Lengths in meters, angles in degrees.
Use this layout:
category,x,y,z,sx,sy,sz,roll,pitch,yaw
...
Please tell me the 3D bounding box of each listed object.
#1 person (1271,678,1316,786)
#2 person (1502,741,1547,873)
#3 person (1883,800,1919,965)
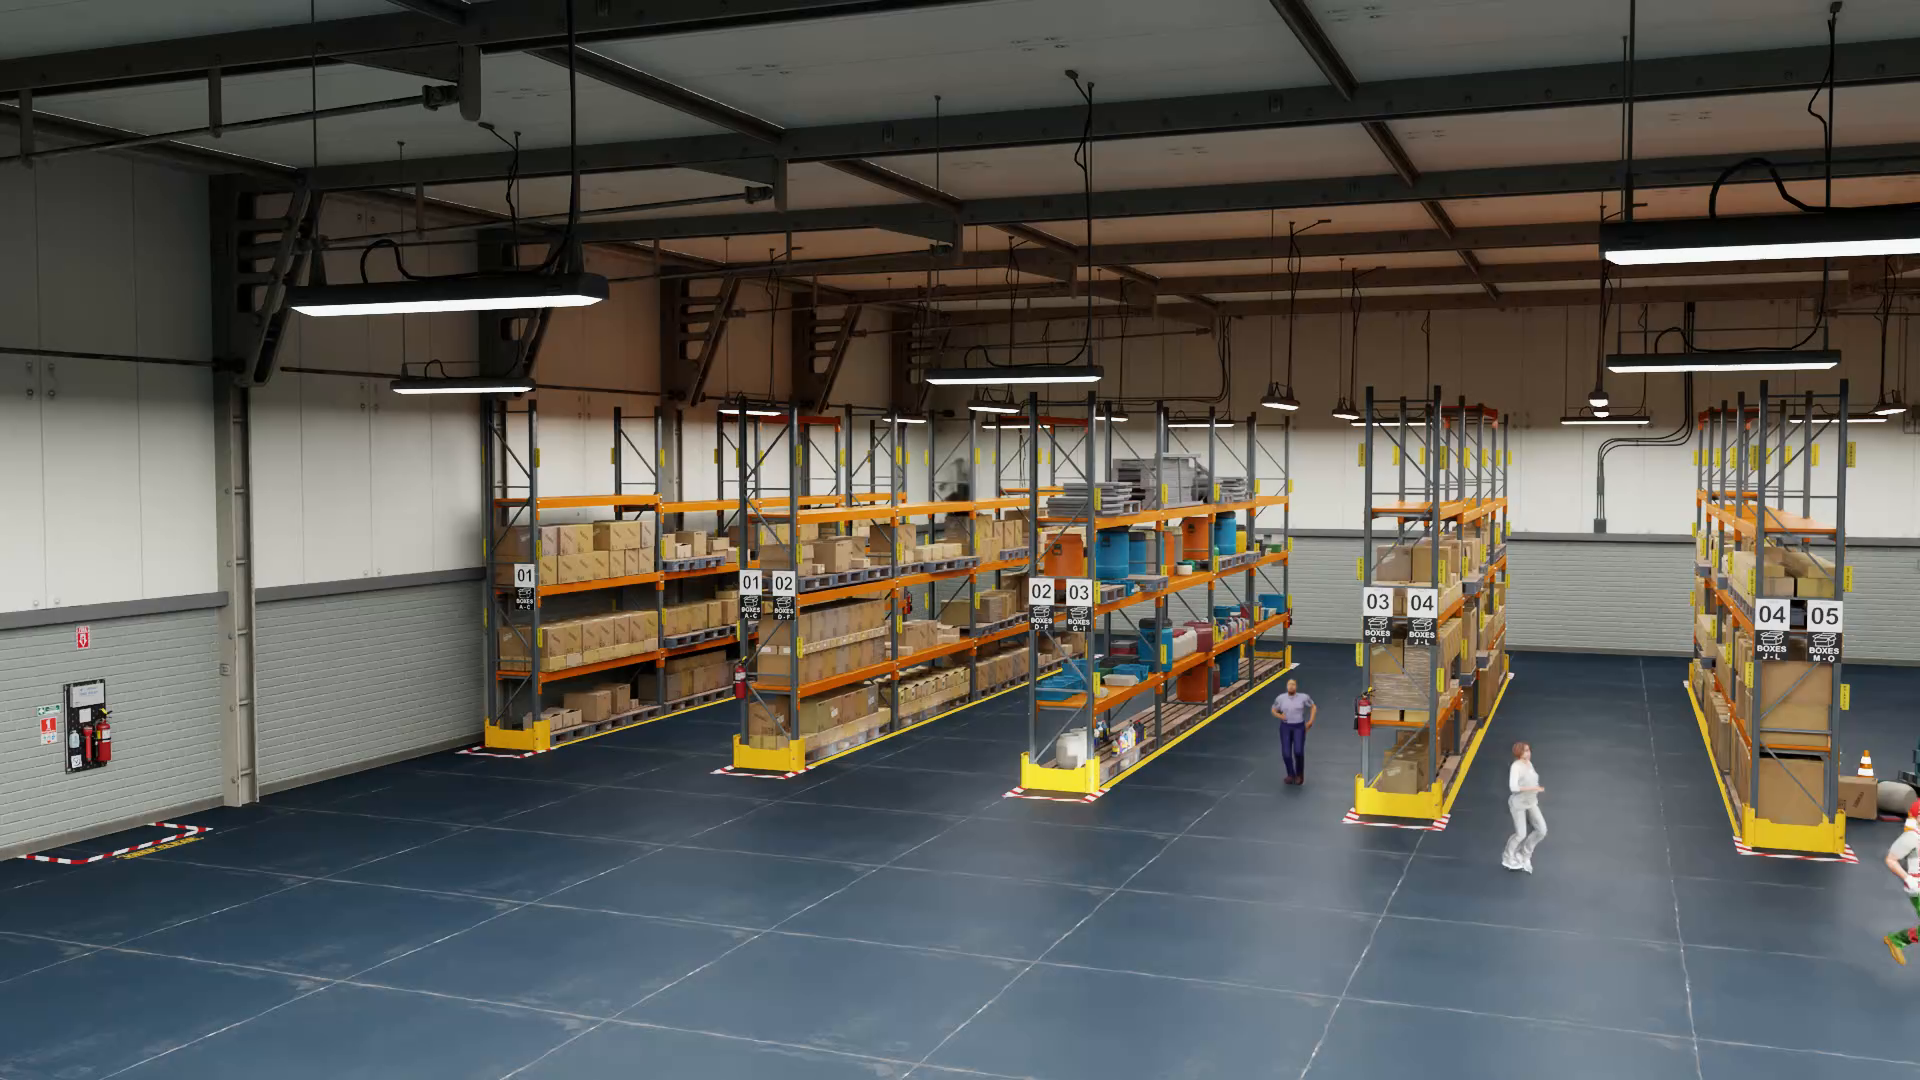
category,x,y,z,sx,sy,sz,roll,pitch,yaw
person,5.080,2.930,25.417,0.667,1.641,0.604,1,3,18
person,6.812,3.218,20.006,0.516,1.594,0.614,-2,3,-36
person,9.142,3.344,15.786,0.668,1.758,0.849,-1,3,-27
